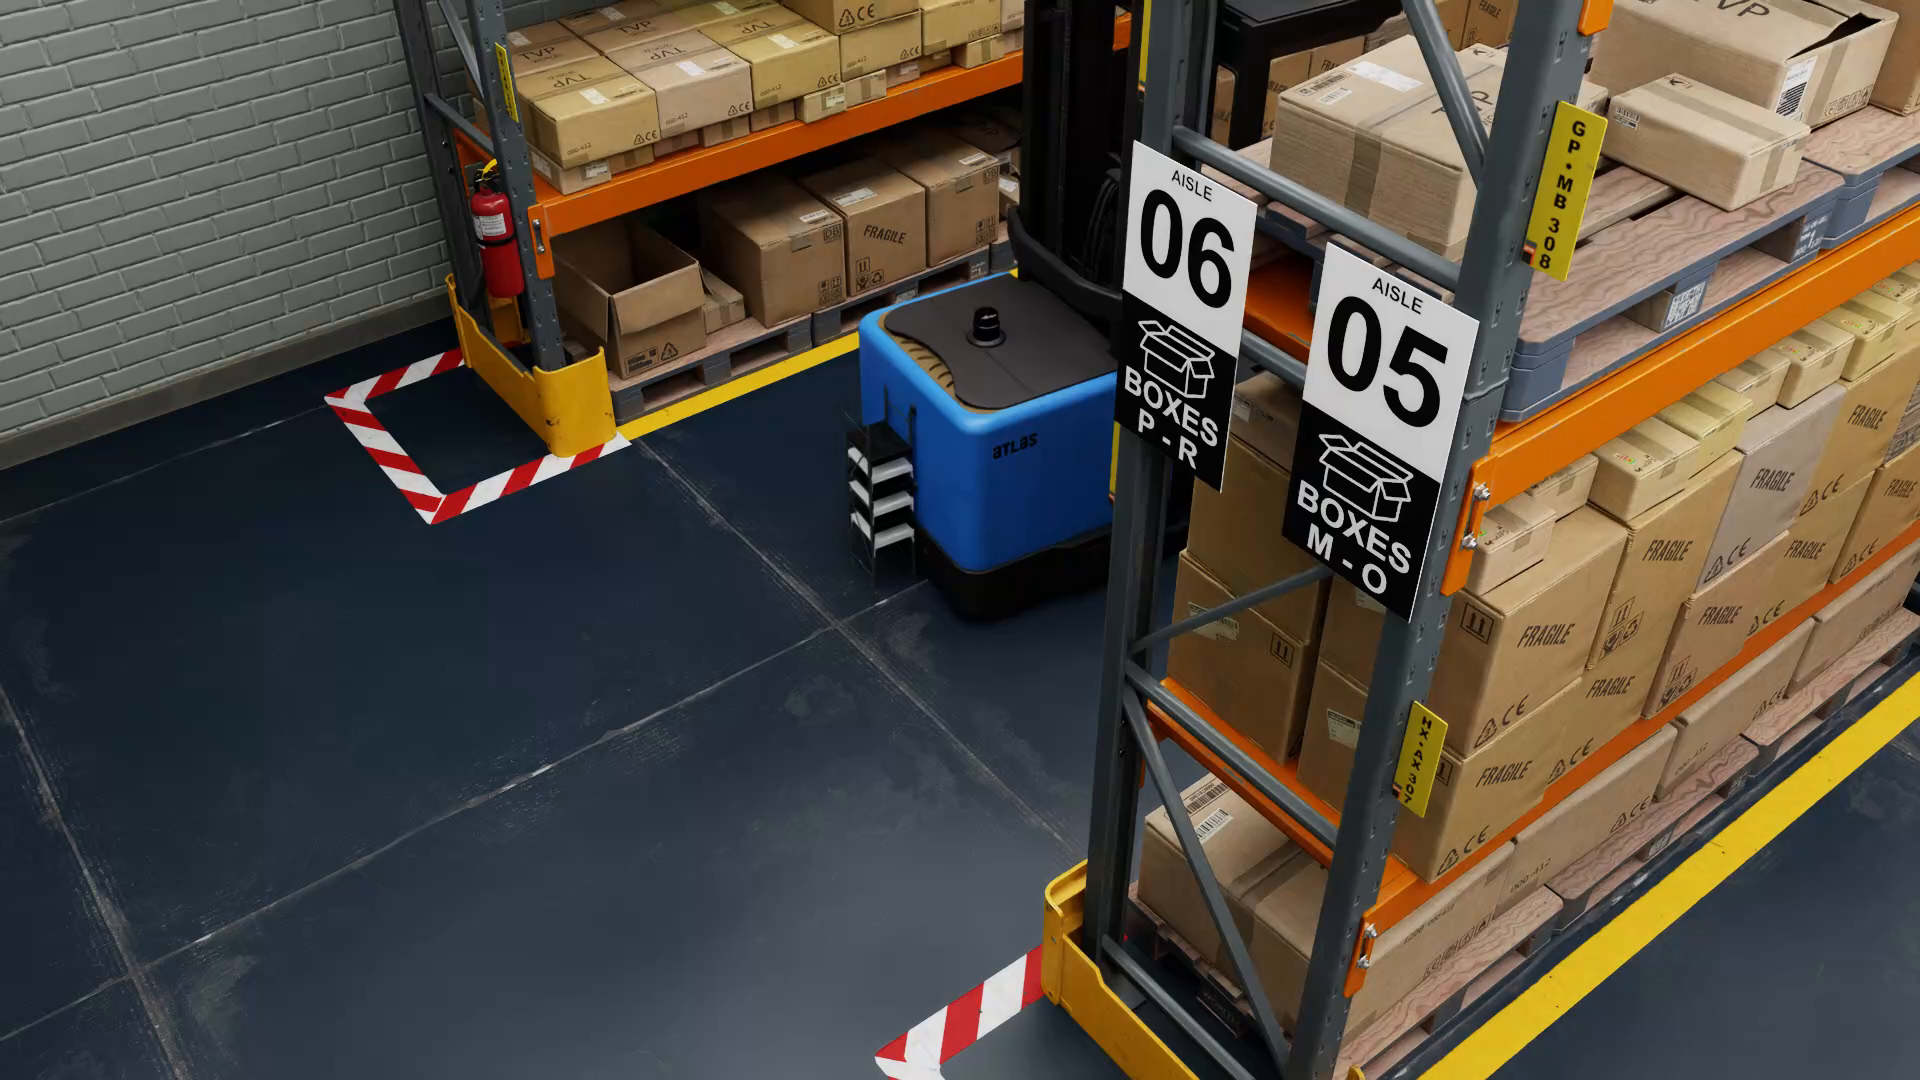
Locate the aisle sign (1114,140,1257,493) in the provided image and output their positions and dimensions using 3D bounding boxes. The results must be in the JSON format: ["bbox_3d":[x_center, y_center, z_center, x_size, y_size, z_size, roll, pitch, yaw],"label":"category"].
[{"bbox_3d":[0.522,-0.520,3.969,0.004,0.787,0.394,-26,46,-28],"label":"aisle sign"}]

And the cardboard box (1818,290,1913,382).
[{"bbox_3d":[2.474,-0.639,4.785,0.250,0.149,0.380,-27,47,-29],"label":"cardboard box"}]

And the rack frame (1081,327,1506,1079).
[{"bbox_3d":[0.768,0.614,4.637,0.127,3.000,1.000,-26,46,-28],"label":"rack frame"}]

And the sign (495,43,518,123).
[{"bbox_3d":[-1.929,-1.943,7.071,0.005,0.325,0.100,-26,46,-28],"label":"sign"}]

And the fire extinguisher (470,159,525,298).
[{"bbox_3d":[-2.094,-1.418,7.468,0.183,0.674,0.296,-26,46,-28],"label":"fire extinguisher"}]

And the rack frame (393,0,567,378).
[{"bbox_3d":[-2.259,-1.881,7.678,0.127,3.000,1.000,-26,46,-28],"label":"rack frame"}]

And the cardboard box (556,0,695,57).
[{"bbox_3d":[-1.647,-2.448,8.253,0.500,0.250,0.500,-26,46,-28],"label":"cardboard box"}]

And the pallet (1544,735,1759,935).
[{"bbox_3d":[2.321,0.874,6.518,1.213,0.211,1.003,-26,46,-28],"label":"pallet"}]

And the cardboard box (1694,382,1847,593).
[{"bbox_3d":[2.131,-0.260,4.835,0.500,0.500,0.500,-26,46,-28],"label":"cardboard box"}]

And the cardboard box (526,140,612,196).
[{"bbox_3d":[-1.831,-1.773,7.744,0.250,0.149,0.380,-26,46,-28],"label":"cardboard box"}]

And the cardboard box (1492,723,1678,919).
[{"bbox_3d":[1.951,0.778,6.125,0.875,0.438,0.875,-25,45,-27],"label":"cardboard box"}]

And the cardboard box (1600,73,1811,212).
[{"bbox_3d":[1.771,-0.955,3.972,0.250,0.149,0.380,-24,45,-27],"label":"cardboard box"}]

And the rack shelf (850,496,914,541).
[{"bbox_3d":[-0.352,-0.124,7.386,0.200,0.077,0.258,-20,44,-23],"label":"rack shelf"}]

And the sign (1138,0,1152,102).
[{"bbox_3d":[0.449,-1.136,3.769,0.005,0.325,0.100,-26,46,-28],"label":"sign"}]

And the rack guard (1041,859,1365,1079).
[{"bbox_3d":[0.749,1.589,5.419,0.348,0.500,1.175,-26,46,-28],"label":"rack guard"}]

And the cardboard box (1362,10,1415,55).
[{"bbox_3d":[2.663,-3.296,11.042,0.500,0.500,0.500,-28,47,-30],"label":"cardboard box"}]

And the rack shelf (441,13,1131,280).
[{"bbox_3d":[-0.673,-2.376,8.849,4.000,0.370,1.077,-26,46,-28],"label":"rack shelf"}]

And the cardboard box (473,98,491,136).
[{"bbox_3d":[-2.160,-2.047,8.078,0.250,0.149,0.380,-27,46,-29],"label":"cardboard box"}]

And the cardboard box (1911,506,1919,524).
[{"bbox_3d":[3.323,-0.462,5.869,0.500,0.500,0.500,-27,47,-29],"label":"cardboard box"}]

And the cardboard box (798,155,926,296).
[{"bbox_3d":[-0.535,-1.731,9.134,0.500,0.500,0.500,-25,46,-27],"label":"cardboard box"}]

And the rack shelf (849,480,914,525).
[{"bbox_3d":[-0.352,-0.193,7.329,0.200,0.077,0.258,-20,44,-23],"label":"rack shelf"}]

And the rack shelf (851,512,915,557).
[{"bbox_3d":[-0.352,-0.054,7.443,0.200,0.077,0.258,-20,44,-23],"label":"rack shelf"}]

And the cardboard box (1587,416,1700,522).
[{"bbox_3d":[1.659,-0.240,4.299,0.250,0.149,0.380,-25,45,-27],"label":"cardboard box"}]

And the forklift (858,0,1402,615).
[{"bbox_3d":[1.073,-1.498,7.265,3.031,2.935,1.130,-20,44,-23],"label":"forklift"}]

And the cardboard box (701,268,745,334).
[{"bbox_3d":[-1.356,-1.275,8.855,0.250,0.149,0.380,-28,47,-30],"label":"cardboard box"}]

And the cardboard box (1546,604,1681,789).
[{"bbox_3d":[1.708,0.324,4.911,0.500,0.500,0.500,-27,46,-29],"label":"cardboard box"}]

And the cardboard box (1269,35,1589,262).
[{"bbox_3d":[1.070,-0.908,3.836,0.500,0.250,0.500,-30,48,-32],"label":"cardboard box"}]

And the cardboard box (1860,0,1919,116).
[{"bbox_3d":[2.458,-1.490,4.347,0.500,0.500,0.500,-25,46,-27],"label":"cardboard box"}]

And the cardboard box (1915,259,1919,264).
[{"bbox_3d":[2.838,-0.867,5.063,0.250,0.149,0.380,-27,46,-29],"label":"cardboard box"}]

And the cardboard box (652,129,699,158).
[{"bbox_3d":[-1.471,-2.014,8.038,0.250,0.149,0.380,-27,46,-29],"label":"cardboard box"}]

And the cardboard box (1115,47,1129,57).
[{"bbox_3d":[1.028,-3.161,10.367,0.250,0.149,0.380,-28,47,-30],"label":"cardboard box"}]

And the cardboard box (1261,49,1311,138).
[{"bbox_3d":[1.849,-2.908,10.569,0.500,0.500,0.500,-27,46,-29],"label":"cardboard box"}]

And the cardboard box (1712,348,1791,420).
[{"bbox_3d":[2.033,-0.479,4.590,0.250,0.149,0.380,-26,46,-28],"label":"cardboard box"}]

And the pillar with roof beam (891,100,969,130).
[{"bbox_3d":[2.434,-3.766,5.245,0.400,9.000,9.100,-26,46,-28],"label":"pillar with roof beam"}]

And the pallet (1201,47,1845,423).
[{"bbox_3d":[1.350,-0.804,4.070,1.213,0.211,1.003,-26,46,-28],"label":"pallet"}]

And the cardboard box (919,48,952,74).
[{"bbox_3d":[-0.254,-2.611,8.766,0.250,0.149,0.380,-25,46,-28],"label":"cardboard box"}]

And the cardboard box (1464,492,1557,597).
[{"bbox_3d":[1.218,-0.060,4.080,0.250,0.149,0.380,-25,46,-27],"label":"cardboard box"}]

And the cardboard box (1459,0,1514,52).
[{"bbox_3d":[3.476,-3.709,11.546,0.500,0.500,0.500,-27,46,-29],"label":"cardboard box"}]

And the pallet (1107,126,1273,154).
[{"bbox_3d":[1.534,-2.682,10.853,1.213,0.211,1.003,-26,46,-28],"label":"pallet"}]

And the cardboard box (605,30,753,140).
[{"bbox_3d":[-1.336,-2.173,7.918,0.500,0.250,0.500,-25,46,-28],"label":"cardboard box"}]

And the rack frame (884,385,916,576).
[{"bbox_3d":[-0.265,-0.252,7.347,0.006,0.900,0.240,-20,44,-23],"label":"rack frame"}]

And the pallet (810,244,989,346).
[{"bbox_3d":[-0.601,-1.610,9.546,1.213,0.211,1.003,-26,46,-28],"label":"pallet"}]

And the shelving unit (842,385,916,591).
[{"bbox_3d":[-0.352,-0.219,7.308,0.210,0.900,0.258,-20,44,-23],"label":"shelving unit"}]

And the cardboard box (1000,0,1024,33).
[{"bbox_3d":[0.269,-2.964,8.881,0.500,0.250,0.500,-26,46,-28],"label":"cardboard box"}]

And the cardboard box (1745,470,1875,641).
[{"bbox_3d":[2.509,-0.065,5.386,0.500,0.500,0.500,-24,45,-27],"label":"cardboard box"}]

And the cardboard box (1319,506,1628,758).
[{"bbox_3d":[1.322,0.146,4.340,0.500,0.500,0.500,-27,46,-29],"label":"cardboard box"}]

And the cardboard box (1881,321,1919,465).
[{"bbox_3d":[2.929,-0.643,5.301,0.500,0.500,0.500,-25,46,-28],"label":"cardboard box"}]

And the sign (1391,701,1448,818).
[{"bbox_3d":[1.102,0.530,3.994,0.005,0.325,0.100,-26,46,-28],"label":"sign"}]

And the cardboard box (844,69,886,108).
[{"bbox_3d":[-0.583,-2.358,8.457,0.250,0.149,0.380,-25,45,-27],"label":"cardboard box"}]

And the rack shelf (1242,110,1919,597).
[{"bbox_3d":[2.354,-1.041,4.856,4.000,0.370,1.077,-26,46,-28],"label":"rack shelf"}]

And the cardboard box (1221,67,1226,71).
[{"bbox_3d":[1.531,-3.025,10.200,0.250,0.149,0.380,-27,47,-29],"label":"cardboard box"}]

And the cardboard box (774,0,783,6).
[{"bbox_3d":[-0.836,-2.839,8.730,0.500,0.250,0.500,-26,46,-28],"label":"cardboard box"}]

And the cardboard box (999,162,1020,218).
[{"bbox_3d":[0.366,-2.031,9.686,0.258,0.266,0.396,-24,45,-27],"label":"cardboard box"}]

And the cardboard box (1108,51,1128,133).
[{"bbox_3d":[1.121,-2.961,10.635,0.500,0.500,0.500,-26,46,-28],"label":"cardboard box"}]

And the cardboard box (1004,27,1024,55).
[{"bbox_3d":[0.204,-2.768,8.957,0.250,0.149,0.380,-25,45,-27],"label":"cardboard box"}]

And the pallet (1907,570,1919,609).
[{"bbox_3d":[4.506,-0.190,7.816,1.213,0.211,1.003,-26,46,-28],"label":"pallet"}]

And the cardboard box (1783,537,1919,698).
[{"bbox_3d":[3.377,0.085,6.971,0.875,0.438,0.875,-27,46,-29],"label":"cardboard box"}]

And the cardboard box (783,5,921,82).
[{"bbox_3d":[-0.543,-2.579,8.412,0.500,0.250,0.500,-27,47,-29],"label":"cardboard box"}]

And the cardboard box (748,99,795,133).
[{"bbox_3d":[-1.026,-2.186,8.248,0.250,0.149,0.380,-25,46,-27],"label":"cardboard box"}]
